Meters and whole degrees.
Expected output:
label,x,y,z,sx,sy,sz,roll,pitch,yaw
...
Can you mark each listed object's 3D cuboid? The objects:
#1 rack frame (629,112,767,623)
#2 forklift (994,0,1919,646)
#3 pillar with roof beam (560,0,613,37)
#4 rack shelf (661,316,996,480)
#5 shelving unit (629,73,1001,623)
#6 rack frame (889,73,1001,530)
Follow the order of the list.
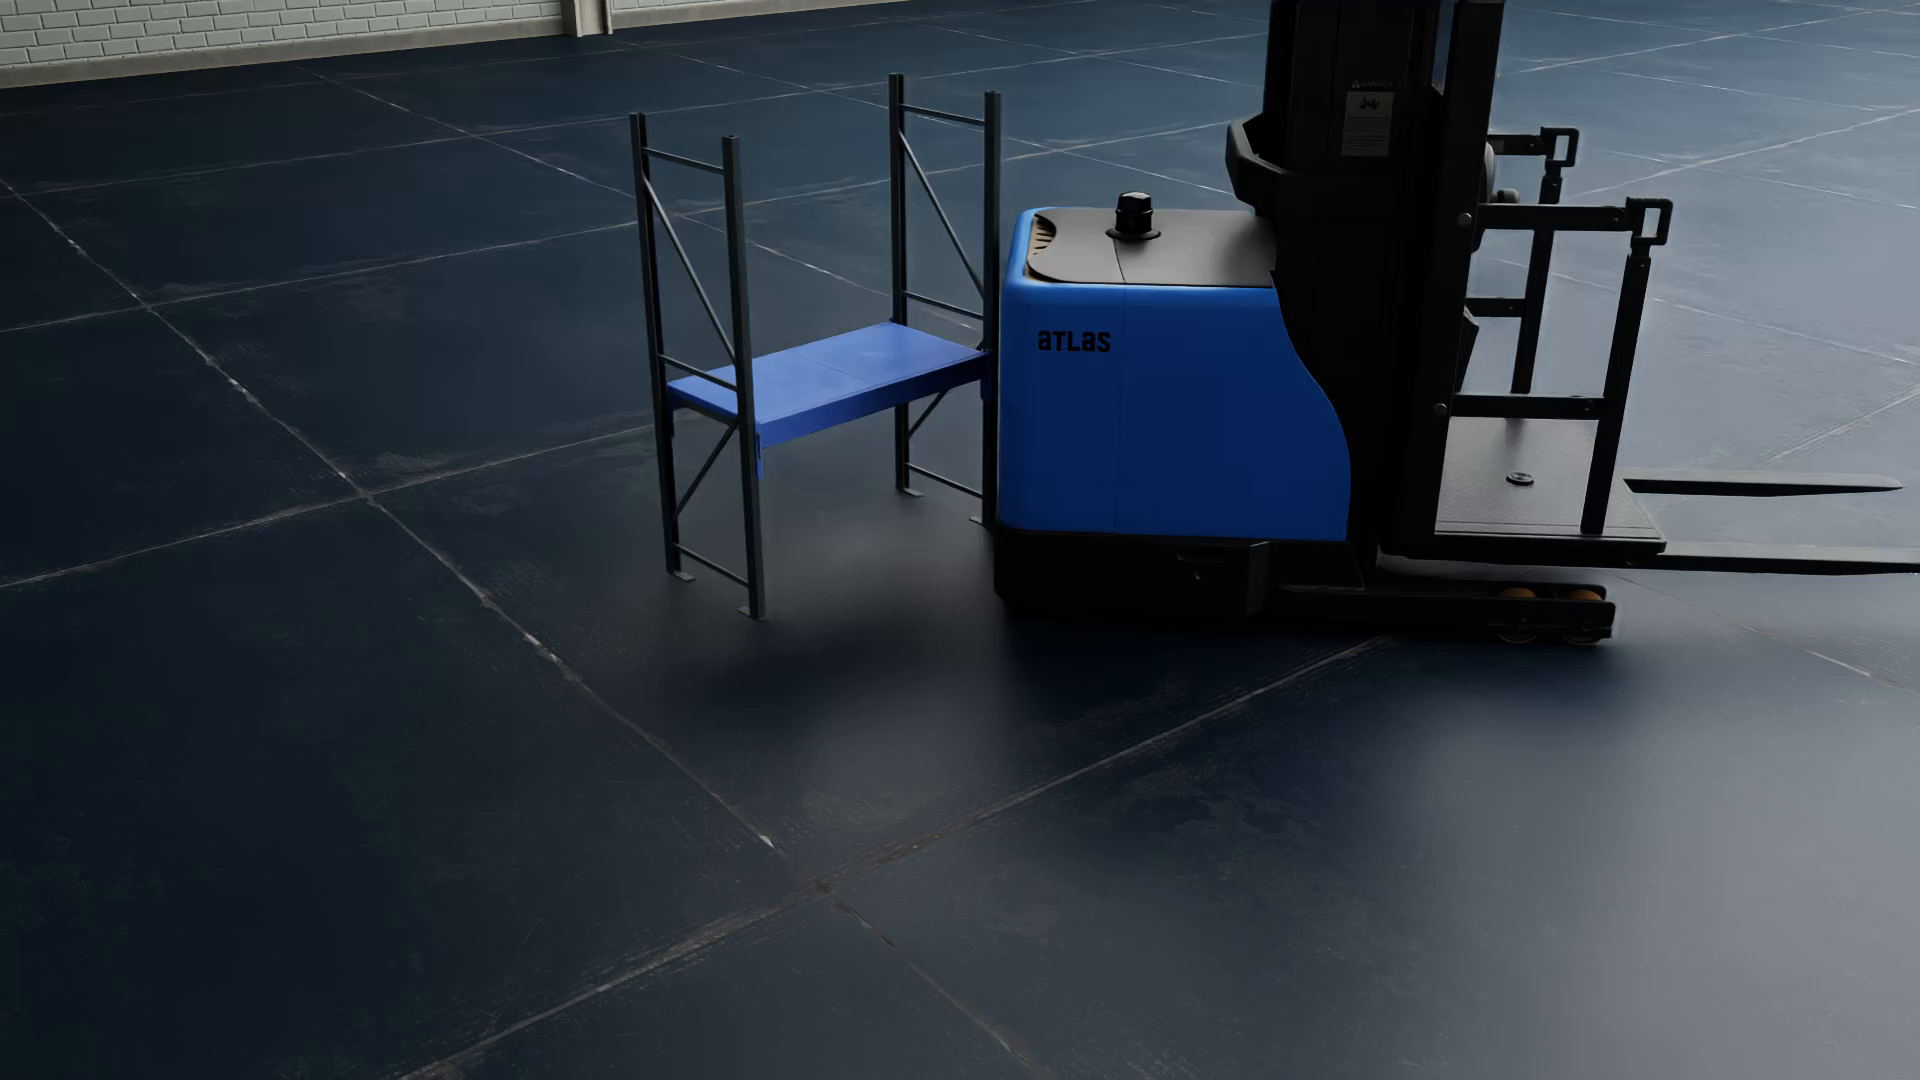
label,x,y,z,sx,sy,sz,roll,pitch,yaw
rack frame,-0.790,-0.502,5.050,0.032,1.500,0.500,-22,33,-39
forklift,1.652,-1.242,4.944,3.031,2.935,1.130,2,25,4
pillar with roof beam,-1.083,-7.752,11.763,0.400,9.000,9.100,-18,31,-34
rack shelf,-0.422,-0.486,5.443,1.000,0.185,0.538,-22,33,-39
shelving unit,-0.422,-0.649,5.368,1.048,1.500,0.538,-22,33,-39
rack frame,-0.054,-0.797,5.686,0.032,1.500,0.500,-22,33,-39
